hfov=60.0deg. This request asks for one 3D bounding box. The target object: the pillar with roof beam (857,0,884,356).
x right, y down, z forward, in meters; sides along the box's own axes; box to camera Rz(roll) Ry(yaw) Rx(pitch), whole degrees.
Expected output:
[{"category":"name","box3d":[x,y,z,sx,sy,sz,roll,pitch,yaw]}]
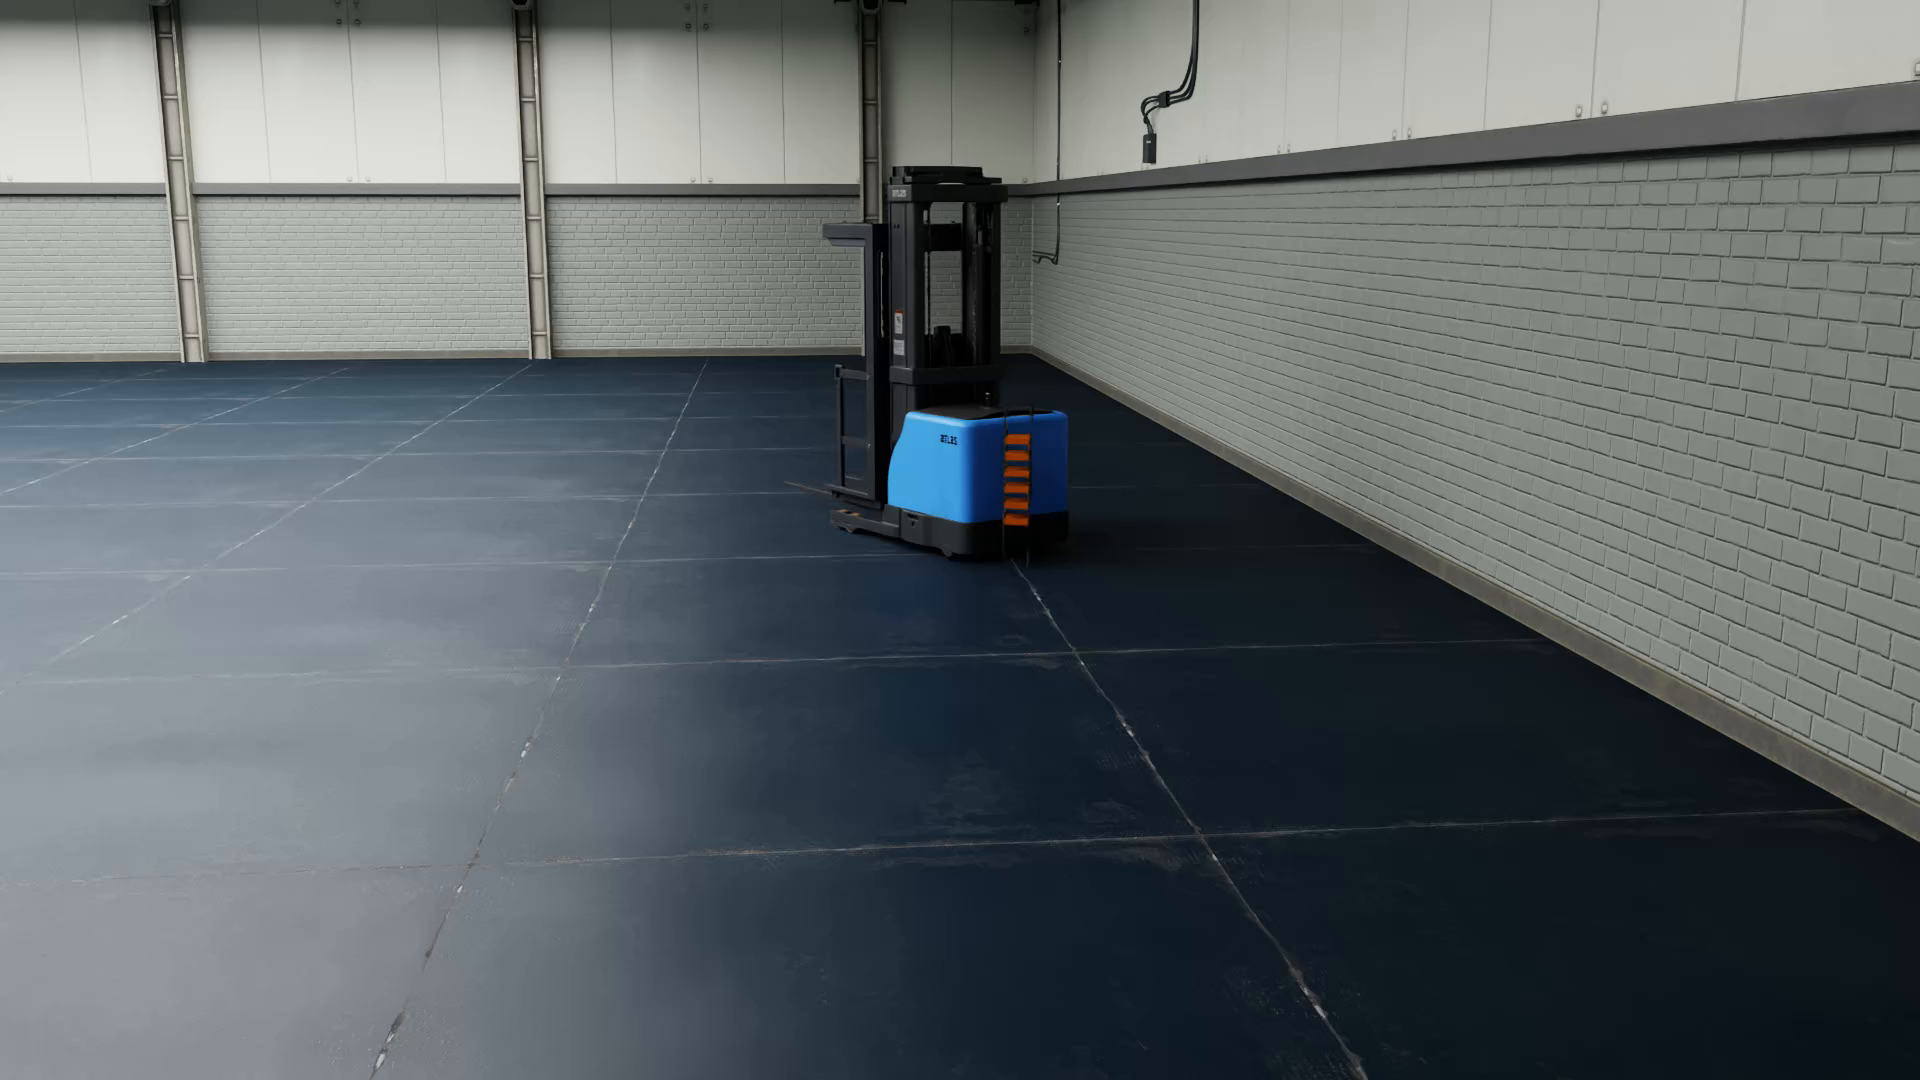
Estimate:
[{"category":"pillar with roof beam","box3d":[-1.151,-7.006,25.677,0.548,9.000,9.100,-1,11,-6]}]

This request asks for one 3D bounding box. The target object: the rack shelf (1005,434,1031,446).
[{"category":"rack shelf","box3d":[0.431,-0.721,12.284,0.180,0.103,0.258,2,11,6]}]

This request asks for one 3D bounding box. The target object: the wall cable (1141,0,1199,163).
[{"category":"wall cable","box3d":[2.465,-7.487,19.308,0.169,6.003,2.305,-1,11,-6]}]

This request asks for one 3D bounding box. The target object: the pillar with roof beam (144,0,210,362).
[{"category":"pillar with roof beam","box3d":[-13.081,-6.756,24.406,0.548,9.000,9.100,-1,11,-6]}]

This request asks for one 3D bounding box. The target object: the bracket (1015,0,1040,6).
[{"category":"bracket","box3d":[1.191,-9.588,29.478,0.430,0.232,0.235,-1,11,-6]}]

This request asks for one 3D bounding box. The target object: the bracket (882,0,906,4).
[{"category":"bracket","box3d":[-1.165,-9.538,29.227,0.430,0.232,0.235,-1,11,-6]}]

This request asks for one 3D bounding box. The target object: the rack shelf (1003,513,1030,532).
[{"category":"rack shelf","box3d":[0.425,-0.133,12.401,0.180,0.103,0.258,2,11,6]}]

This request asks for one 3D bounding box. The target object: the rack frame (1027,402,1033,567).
[{"category":"rack frame","box3d":[0.519,-0.409,12.336,0.006,1.200,0.240,2,11,6]}]

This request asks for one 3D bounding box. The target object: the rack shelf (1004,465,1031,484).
[{"category":"rack shelf","box3d":[0.429,-0.486,12.331,0.180,0.103,0.258,2,11,6]}]

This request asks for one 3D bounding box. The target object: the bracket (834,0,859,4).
[{"category":"bracket","box3d":[-1.990,-9.521,29.139,0.430,0.232,0.235,-1,11,-6]}]

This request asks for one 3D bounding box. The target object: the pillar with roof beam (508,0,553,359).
[{"category":"pillar with roof beam","box3d":[-7.116,-6.881,25.041,0.548,9.000,9.100,-1,11,-6]}]

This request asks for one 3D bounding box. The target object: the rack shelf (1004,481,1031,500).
[{"category":"rack shelf","box3d":[0.428,-0.368,12.355,0.180,0.103,0.258,2,11,6]}]

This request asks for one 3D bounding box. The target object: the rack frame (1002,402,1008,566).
[{"category":"rack frame","box3d":[0.337,-0.415,12.356,0.006,1.200,0.240,2,11,6]}]

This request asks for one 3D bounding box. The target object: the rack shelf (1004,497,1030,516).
[{"category":"rack shelf","box3d":[0.427,-0.251,12.378,0.180,0.103,0.258,2,11,6]}]

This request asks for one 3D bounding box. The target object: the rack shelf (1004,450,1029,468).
[{"category":"rack shelf","box3d":[0.430,-0.604,12.308,0.180,0.103,0.258,2,11,6]}]

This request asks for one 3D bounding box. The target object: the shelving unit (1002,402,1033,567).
[{"category":"shelving unit","box3d":[0.428,-0.412,12.346,0.189,1.200,0.258,2,11,6]}]

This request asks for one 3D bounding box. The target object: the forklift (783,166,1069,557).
[{"category":"forklift","box3d":[-0.425,-1.544,13.624,1.130,2.935,3.031,-8,14,-35]}]

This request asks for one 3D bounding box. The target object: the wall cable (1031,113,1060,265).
[{"category":"wall cable","box3d":[1.456,-6.116,29.198,0.112,2.526,3.097,-1,11,-6]}]

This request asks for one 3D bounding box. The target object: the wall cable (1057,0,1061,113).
[{"category":"wall cable","box3d":[1.748,-8.075,26.072,0.112,2.526,3.097,-1,11,-6]}]
